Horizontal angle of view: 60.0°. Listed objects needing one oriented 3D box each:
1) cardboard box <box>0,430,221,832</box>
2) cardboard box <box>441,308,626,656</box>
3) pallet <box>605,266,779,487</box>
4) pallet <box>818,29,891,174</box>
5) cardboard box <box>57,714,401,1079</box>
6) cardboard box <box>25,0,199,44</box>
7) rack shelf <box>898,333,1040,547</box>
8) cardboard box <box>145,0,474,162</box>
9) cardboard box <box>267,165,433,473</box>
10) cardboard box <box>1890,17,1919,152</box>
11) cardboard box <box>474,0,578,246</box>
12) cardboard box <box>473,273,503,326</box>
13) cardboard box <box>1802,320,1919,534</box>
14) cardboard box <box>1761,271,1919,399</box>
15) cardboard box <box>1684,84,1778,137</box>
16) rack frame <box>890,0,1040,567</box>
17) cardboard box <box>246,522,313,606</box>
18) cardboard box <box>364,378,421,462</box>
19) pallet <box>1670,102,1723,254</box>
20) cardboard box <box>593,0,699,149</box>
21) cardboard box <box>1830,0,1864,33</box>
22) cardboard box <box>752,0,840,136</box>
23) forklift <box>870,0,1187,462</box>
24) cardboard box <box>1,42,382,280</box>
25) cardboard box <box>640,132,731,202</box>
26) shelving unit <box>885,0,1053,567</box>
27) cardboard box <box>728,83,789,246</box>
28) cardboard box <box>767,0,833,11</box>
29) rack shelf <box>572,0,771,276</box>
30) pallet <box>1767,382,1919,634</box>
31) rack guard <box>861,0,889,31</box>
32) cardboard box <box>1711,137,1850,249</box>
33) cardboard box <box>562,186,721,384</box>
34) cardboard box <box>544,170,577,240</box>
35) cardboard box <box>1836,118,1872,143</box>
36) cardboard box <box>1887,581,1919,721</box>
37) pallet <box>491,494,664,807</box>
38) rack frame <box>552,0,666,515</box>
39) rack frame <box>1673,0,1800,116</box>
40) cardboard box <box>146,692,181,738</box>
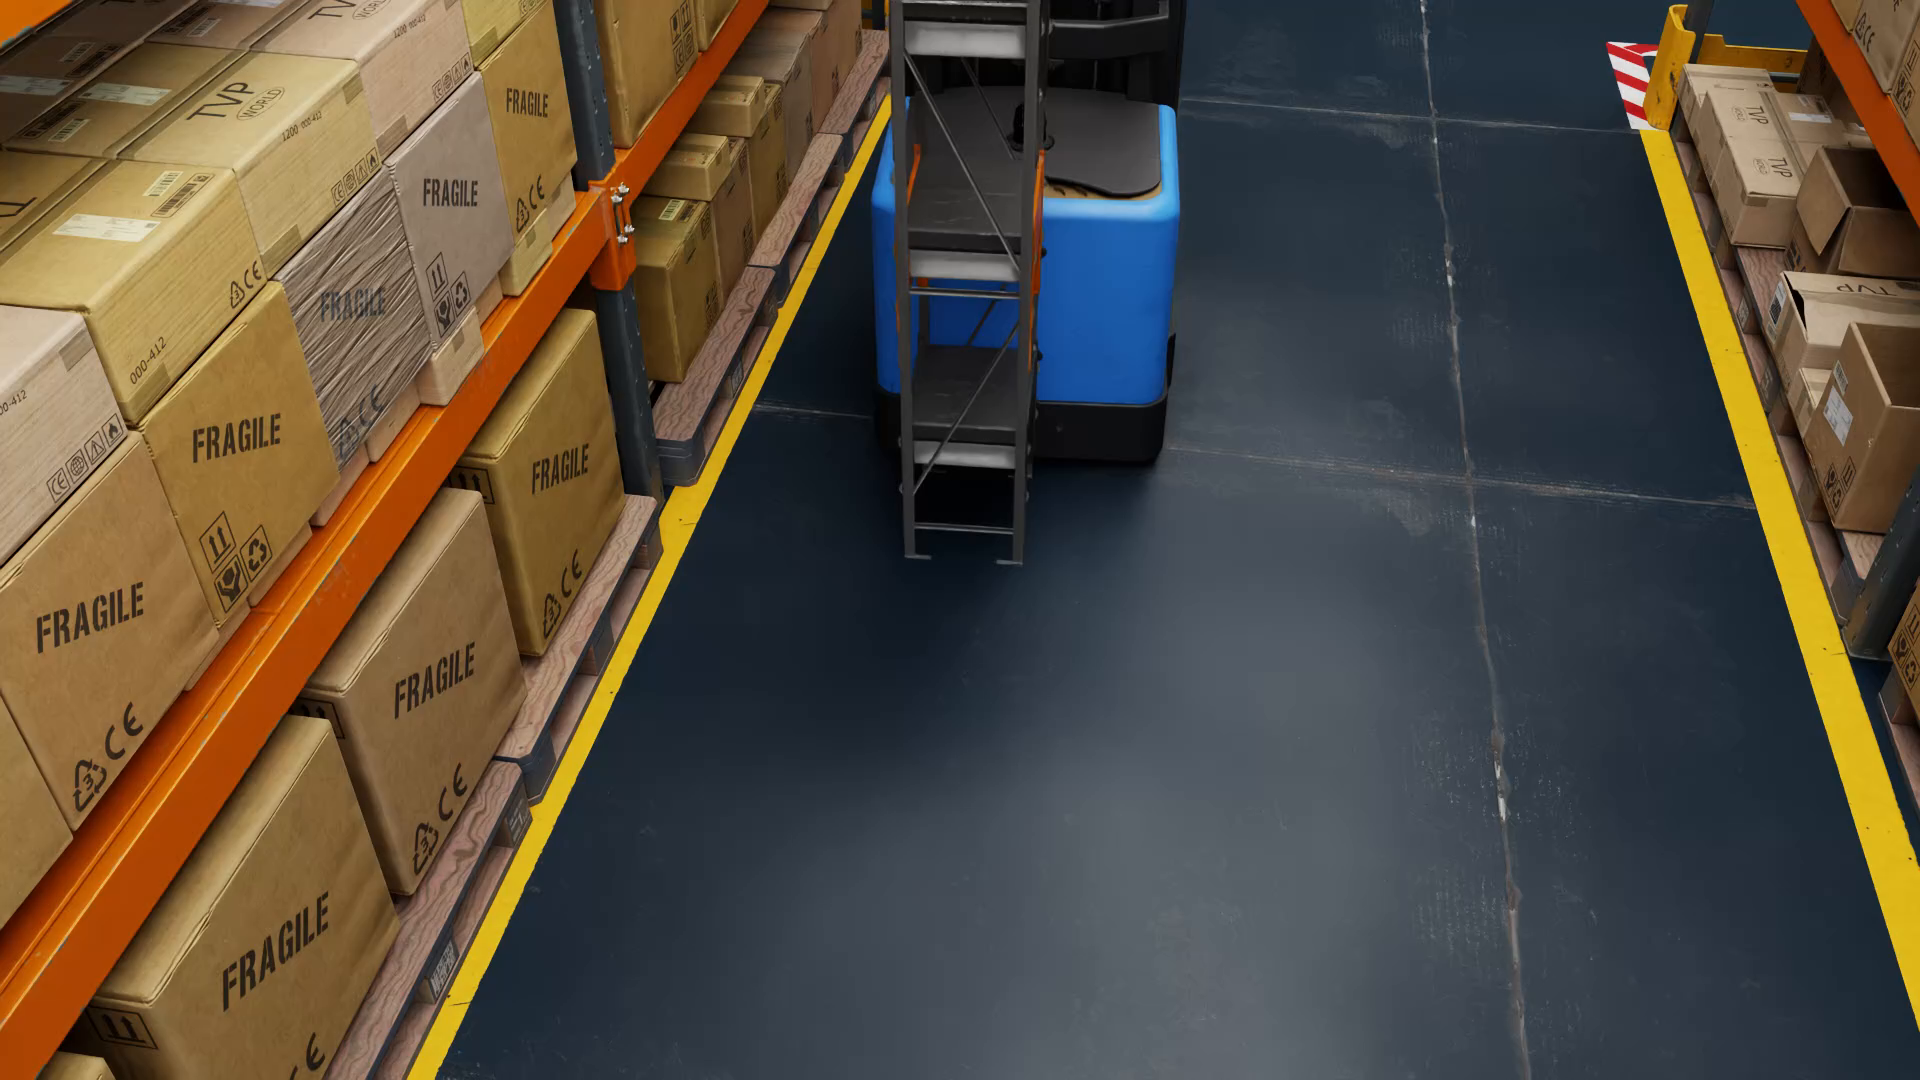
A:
[{"bbox_3d":[-1.718,0.129,2.912,0.500,0.500,0.500,6,40,7],"label":"cardboard box"},{"bbox_3d":[-1.533,-0.215,5.014,0.750,0.750,0.750,7,40,8],"label":"cardboard box"},{"bbox_3d":[-1.340,-0.698,6.429,1.003,0.211,1.213,6,40,8],"label":"pallet"},{"bbox_3d":[-0.918,-2.230,8.281,1.003,0.211,1.213,6,40,8],"label":"pallet"},{"bbox_3d":[-1.827,0.877,3.693,0.750,0.750,0.750,6,40,7],"label":"cardboard box"},{"bbox_3d":[-1.969,-1.165,3.889,0.500,0.250,0.500,7,40,8],"label":"cardboard box"},{"bbox_3d":[0.037,-0.341,5.635,0.431,0.518,0.480,4,40,4],"label":"rack shelf"},{"bbox_3d":[-1.476,-1.113,3.826,0.500,0.250,0.500,7,40,9],"label":"cardboard box"},{"bbox_3d":[-1.554,-0.512,3.688,0.500,0.500,0.500,6,40,8],"label":"cardboard box"},{"bbox_3d":[3.252,-1.465,5.089,0.500,0.500,0.500,7,40,9],"label":"cardboard box"},{"bbox_3d":[-1.381,-1.148,4.457,0.500,0.500,0.500,6,40,7],"label":"cardboard box"},{"bbox_3d":[-1.438,-0.653,4.368,0.380,0.149,0.250,8,40,9],"label":"cardboard box"},{"bbox_3d":[3.150,-0.356,5.442,0.500,0.500,0.500,6,40,8],"label":"cardboard box"},{"bbox_3d":[3.280,-0.753,6.072,0.500,0.311,0.500,6,40,8],"label":"cardboard box"},{"bbox_3d":[3.569,-1.967,7.653,0.380,0.166,0.250,6,40,8],"label":"cardboard box"},{"bbox_3d":[0.013,-0.736,4.993,0.400,2.100,0.015,4,40,4],"label":"rack frame"},{"bbox_3d":[-1.649,-0.014,3.594,0.380,0.149,0.250,8,40,9],"label":"cardboard box"},{"bbox_3d":[-1.534,-0.335,3.983,0.380,0.149,0.250,6,40,8],"label":"cardboard box"},{"bbox_3d":[3.873,-1.648,7.578,1.003,0.211,1.213,6,40,8],"label":"pallet"},{"bbox_3d":[-1.439,-1.759,5.288,0.980,0.700,0.700,7,40,8],"label":"cardboard box"},{"bbox_3d":[3.424,-2.107,5.866,0.500,0.500,0.500,7,40,8],"label":"cardboard box"},{"bbox_3d":[-0.966,-2.249,7.748,0.700,0.500,0.500,6,40,8],"label":"cardboard box"},{"bbox_3d":[0.321,-2.338,6.278,1.130,2.935,3.031,3,40,3],"label":"forklift"},{"bbox_3d":[-1.564,-0.793,3.439,0.500,0.250,0.500,7,40,9],"label":"cardboard box"},{"bbox_3d":[-1.080,-1.406,6.219,0.380,0.149,0.250,8,40,9],"label":"cardboard box"},{"bbox_3d":[0.037,-0.891,5.180,0.431,2.100,0.503,4,40,4],"label":"shelving unit"},{"bbox_3d":[-1.137,-1.598,6.961,0.700,0.500,0.500,7,40,9],"label":"cardboard box"},{"bbox_3d":[-0.766,-2.552,7.605,0.380,0.149,0.250,7,40,9],"label":"cardboard box"},{"bbox_3d":[-1.203,-2.282,6.721,1.077,0.370,4.000,6,40,8],"label":"rack shelf"},{"bbox_3d":[3.450,-0.117,5.726,1.003,0.211,1.213,6,40,8],"label":"pallet"},{"bbox_3d":[-0.853,-2.866,8.825,1.175,0.500,0.348,6,40,8],"label":"rack guard"},{"bbox_3d":[3.476,-1.443,6.954,0.500,0.250,0.500,6,40,8],"label":"cardboard box"},{"bbox_3d":[-1.319,-0.961,6.190,0.700,0.500,0.500,7,40,8],"label":"cardboard box"},{"bbox_3d":[-1.329,-0.972,4.753,0.380,0.149,0.250,7,40,8],"label":"cardboard box"},{"bbox_3d":[4.013,-1.736,7.374,0.380,0.166,0.250,6,40,8],"label":"cardboard box"},{"bbox_3d":[3.007,0.310,4.637,0.500,0.500,0.500,5,40,6],"label":"cardboard box"},{"bbox_3d":[-1.608,0.263,5.266,1.003,0.211,1.213,6,40,8],"label":"pallet"},{"bbox_3d":[-1.549,-1.304,4.974,1.000,3.000,0.127,6,40,8],"label":"rack frame"},{"bbox_3d":[4.023,-3.271,7.352,1.000,3.000,0.127,6,40,8],"label":"rack frame"},{"bbox_3d":[-1.761,0.303,3.210,0.380,0.149,0.250,7,40,8],"label":"cardboard box"}]
